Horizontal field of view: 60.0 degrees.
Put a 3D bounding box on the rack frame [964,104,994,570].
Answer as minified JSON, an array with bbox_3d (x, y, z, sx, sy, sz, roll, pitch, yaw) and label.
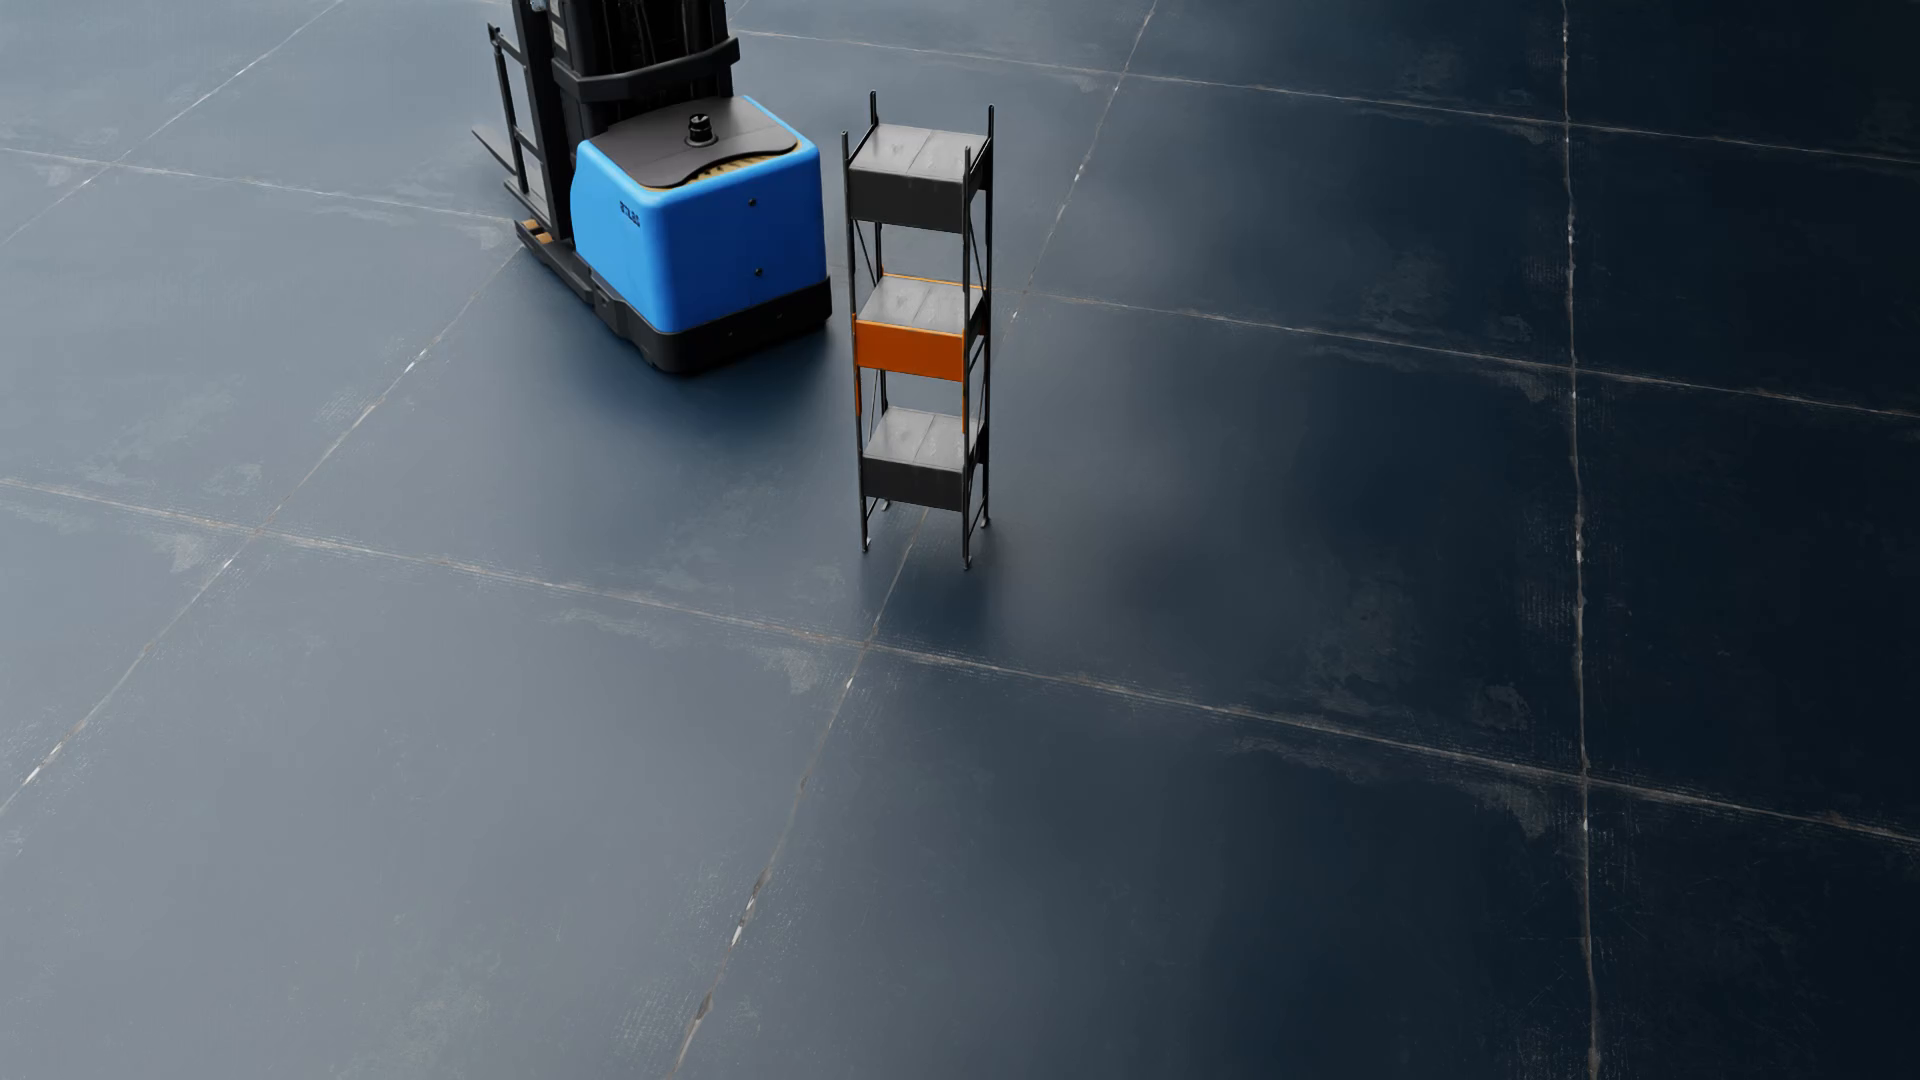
[{"bbox_3d":[0.076,-0.791,7.084,0.015,2.100,0.400,10,41,11],"label":"rack frame"}]

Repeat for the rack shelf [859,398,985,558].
[{"bbox_3d":[-0.160,-0.285,7.591,0.480,0.518,0.431,10,41,11],"label":"rack shelf"}]

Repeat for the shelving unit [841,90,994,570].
[{"bbox_3d":[-0.160,-0.832,7.132,0.503,2.100,0.431,10,41,11],"label":"shelving unit"}]

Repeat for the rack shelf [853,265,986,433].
[{"bbox_3d":[-0.160,-0.821,7.141,0.480,0.518,0.431,10,41,11],"label":"rack shelf"}]

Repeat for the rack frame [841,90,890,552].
[{"bbox_3d":[-0.396,-0.872,7.180,0.015,2.100,0.400,10,41,11],"label":"rack frame"}]

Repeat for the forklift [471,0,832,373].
[{"bbox_3d":[-1.961,-2.906,8.956,1.130,2.935,3.031,-24,46,-26],"label":"forklift"}]

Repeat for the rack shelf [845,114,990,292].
[{"bbox_3d":[-0.160,-1.357,6.691,0.480,0.518,0.431,10,41,11],"label":"rack shelf"}]
